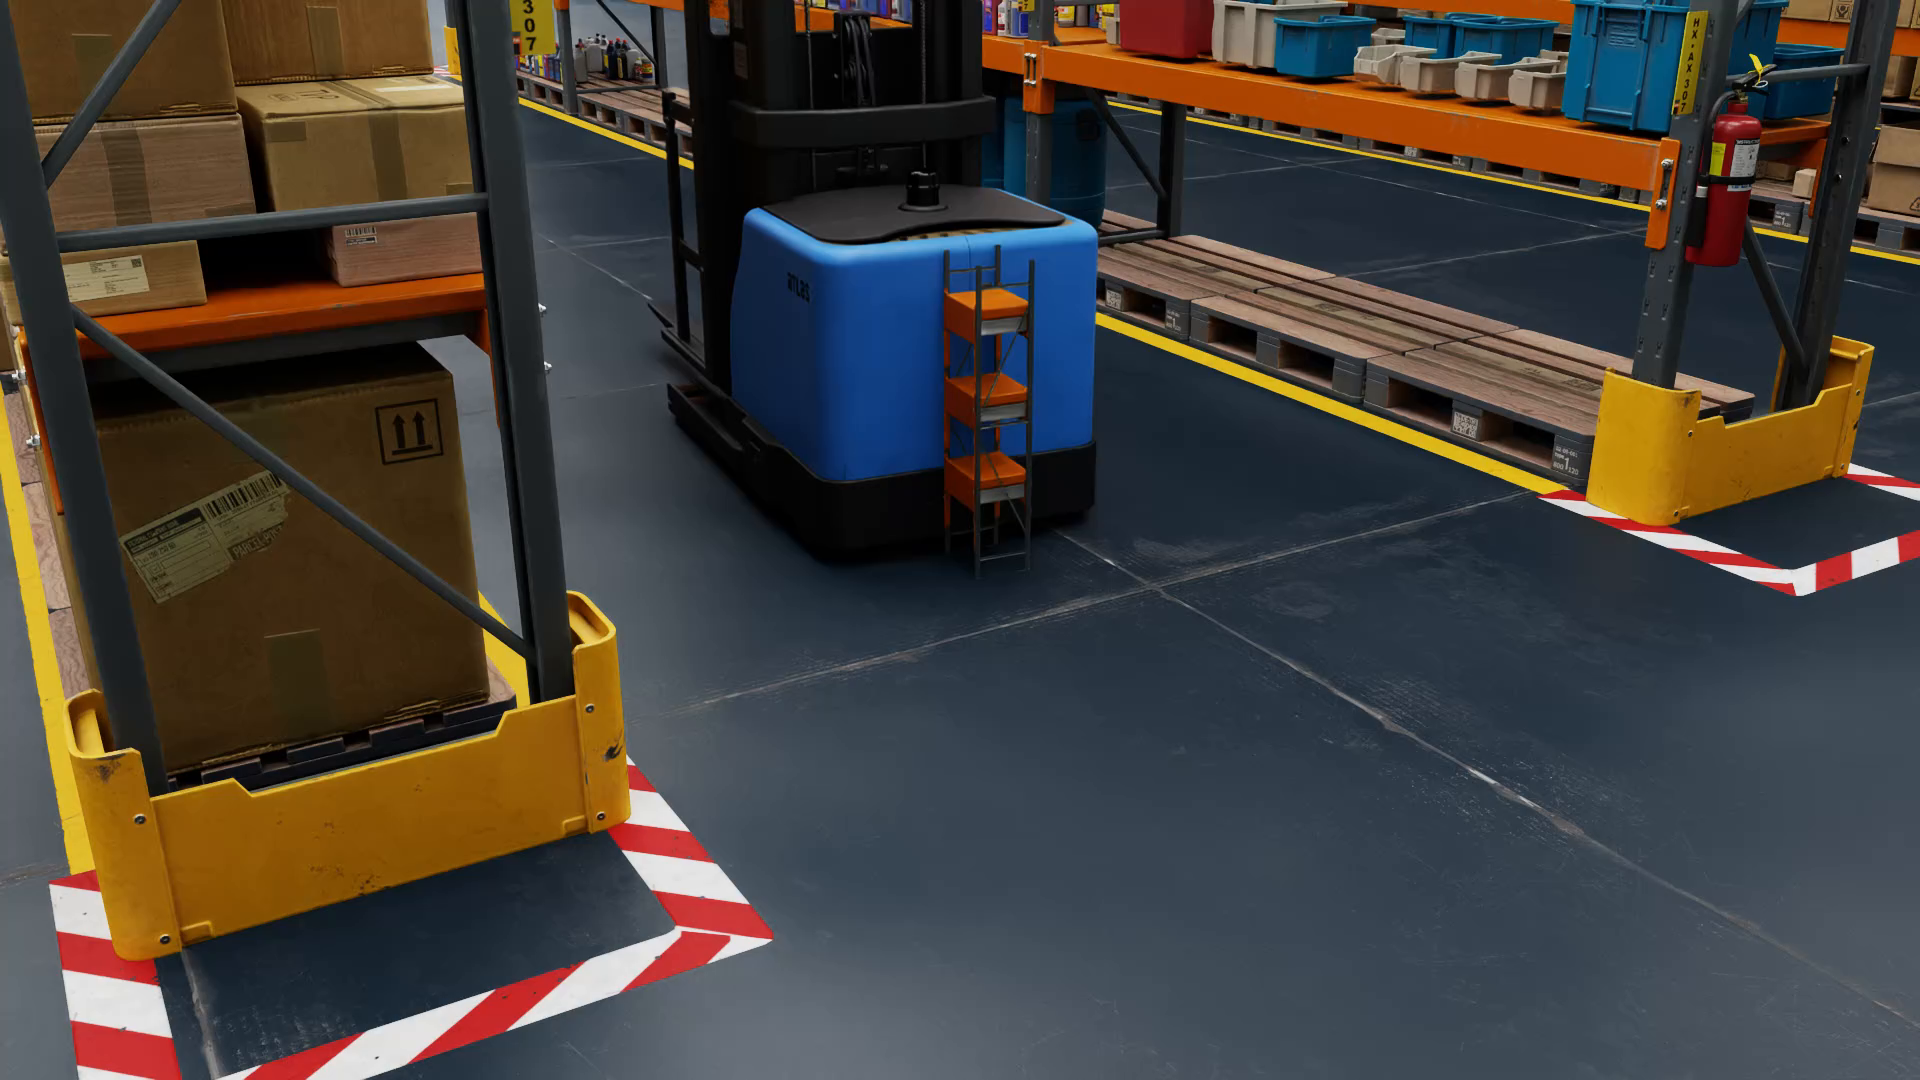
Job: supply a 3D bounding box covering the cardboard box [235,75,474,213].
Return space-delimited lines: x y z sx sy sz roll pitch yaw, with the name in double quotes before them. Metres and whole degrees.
"cardboard box" -1.408 -0.924 3.906 0.500 0.250 0.500 -13 26 -30

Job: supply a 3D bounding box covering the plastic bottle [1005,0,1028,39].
"plastic bottle" 0.340 -2.904 9.137 0.152 0.276 0.135 -13 25 -28

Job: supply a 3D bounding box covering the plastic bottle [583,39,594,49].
"plastic bottle" -3.890 -5.126 17.471 0.152 0.276 0.135 -12 25 -28

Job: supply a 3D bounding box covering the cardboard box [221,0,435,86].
"cardboard box" -1.664 -1.433 4.163 0.500 0.500 0.500 -13 26 -30

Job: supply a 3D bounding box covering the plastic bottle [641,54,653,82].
"plastic bottle" -3.053 -4.613 16.217 0.097 0.271 0.097 0 22 0

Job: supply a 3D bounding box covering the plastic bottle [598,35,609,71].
"plastic bottle" -3.636 -5.002 17.068 0.144 0.351 0.185 -13 25 -29

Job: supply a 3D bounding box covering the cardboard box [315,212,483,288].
"cardboard box" -1.293 -0.711 3.910 0.380 0.149 0.250 -12 25 -28

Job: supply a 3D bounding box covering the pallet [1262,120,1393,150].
"pallet" 3.385 -3.602 14.392 1.003 0.211 1.213 -13 25 -28

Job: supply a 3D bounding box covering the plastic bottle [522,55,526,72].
"plastic bottle" -4.426 -4.930 16.997 0.097 0.271 0.097 0 22 0

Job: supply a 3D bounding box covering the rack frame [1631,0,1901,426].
"rack frame" 2.863 -1.601 5.767 1.000 3.000 0.127 -13 25 -28

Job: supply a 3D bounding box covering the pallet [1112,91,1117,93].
"pallet" 1.403 -4.915 17.622 1.003 0.211 1.213 -13 25 -28

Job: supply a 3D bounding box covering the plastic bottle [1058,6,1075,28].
"plastic bottle" 0.626 -3.116 9.757 0.097 0.201 0.097 0 22 0

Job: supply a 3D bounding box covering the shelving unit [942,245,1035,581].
"shelving unit" 0.091 -0.410 5.426 0.215 1.050 0.252 -10 24 -22

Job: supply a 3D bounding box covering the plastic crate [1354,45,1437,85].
"plastic crate" 1.824 -2.010 7.044 0.298 0.136 0.250 -13 25 -28

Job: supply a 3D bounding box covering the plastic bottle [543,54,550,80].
"plastic bottle" -4.061 -4.691 16.392 0.061 0.283 0.133 -11 24 -25

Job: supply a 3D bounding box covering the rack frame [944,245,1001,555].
"rack frame" 0.040 -0.452 5.529 0.200 1.050 0.008 -10 24 -22

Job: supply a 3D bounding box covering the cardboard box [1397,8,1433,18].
"cardboard box" 5.640 -6.202 19.822 0.700 0.500 0.500 -12 25 -26

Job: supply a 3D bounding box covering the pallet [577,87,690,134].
"pallet" -2.833 -3.947 15.242 1.003 0.211 1.213 -13 25 -28

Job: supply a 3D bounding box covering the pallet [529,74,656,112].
"pallet" -3.574 -4.419 16.404 1.003 0.211 1.213 -13 25 -28

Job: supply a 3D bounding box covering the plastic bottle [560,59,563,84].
"plastic bottle" -3.796 -4.524 15.980 0.061 0.283 0.133 -11 25 -26

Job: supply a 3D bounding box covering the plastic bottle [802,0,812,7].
"plastic bottle" -1.015 -3.733 11.166 0.061 0.283 0.133 -13 25 -28

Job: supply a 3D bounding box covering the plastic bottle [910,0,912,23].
"plastic bottle" -0.256 -3.227 10.031 0.097 0.201 0.097 0 22 0

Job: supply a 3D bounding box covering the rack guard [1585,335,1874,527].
"rack guard" 2.886 -0.438 6.225 1.175 0.500 0.348 -13 25 -28

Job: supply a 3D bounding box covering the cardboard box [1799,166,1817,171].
"cardboard box" 5.858 -2.491 11.158 0.380 0.149 0.250 -13 25 -28

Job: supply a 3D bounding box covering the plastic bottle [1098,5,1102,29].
"plastic bottle" 0.856 -3.082 9.674 0.097 0.201 0.097 0 22 0

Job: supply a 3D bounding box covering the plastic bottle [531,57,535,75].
"plastic bottle" -4.270 -4.799 16.767 0.097 0.201 0.097 0 22 0

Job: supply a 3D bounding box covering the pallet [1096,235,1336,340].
"pallet" 1.228 -1.374 8.911 1.003 0.211 1.213 -13 25 -28

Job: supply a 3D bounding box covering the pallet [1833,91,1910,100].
"pallet" 8.250 -4.141 15.718 1.003 0.211 1.213 -13 25 -28

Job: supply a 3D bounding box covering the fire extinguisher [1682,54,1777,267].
"fire extinguisher" 2.549 -1.256 5.517 0.296 0.674 0.183 -13 25 -28

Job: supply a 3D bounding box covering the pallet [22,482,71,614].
"pallet" -2.490 0.005 5.519 1.003 0.211 1.213 -13 25 -28

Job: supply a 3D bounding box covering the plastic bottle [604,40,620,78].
"plastic bottle" -3.447 -4.776 16.511 0.144 0.351 0.185 -13 25 -28

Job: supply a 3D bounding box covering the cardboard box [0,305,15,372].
"cardboard box" -3.783 -1.357 7.430 1.225 0.875 0.875 -13 25 -28

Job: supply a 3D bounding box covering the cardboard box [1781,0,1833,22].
"cardboard box" 5.370 -3.511 10.334 0.500 0.500 0.500 -12 25 -27

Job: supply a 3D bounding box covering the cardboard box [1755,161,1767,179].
"cardboard box" 5.108 -2.628 11.281 0.500 0.311 0.500 -13 25 -28

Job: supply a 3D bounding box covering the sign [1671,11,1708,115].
"sign" 2.398 -1.566 5.463 0.100 0.325 0.005 -13 25 -28

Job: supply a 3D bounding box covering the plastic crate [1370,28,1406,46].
"plastic crate" 1.967 -2.296 7.747 0.293 0.136 0.466 -13 25 -28

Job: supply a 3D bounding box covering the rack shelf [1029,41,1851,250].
"rack shelf" 1.841 -1.915 7.496 1.077 0.370 4.000 -13 25 -28

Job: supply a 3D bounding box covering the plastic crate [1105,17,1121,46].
"plastic crate" 0.934 -2.624 8.553 0.396 0.136 0.243 -13 25 -28

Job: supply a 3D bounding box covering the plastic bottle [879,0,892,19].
"plastic bottle" -0.449 -3.374 10.283 0.061 0.283 0.133 -13 25 -28

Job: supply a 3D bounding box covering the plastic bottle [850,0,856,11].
"plastic bottle" -0.655 -3.512 10.640 0.097 0.271 0.097 0 22 0

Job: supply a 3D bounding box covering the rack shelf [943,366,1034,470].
"rack shelf" 0.091 -0.400 5.430 0.215 0.259 0.240 -10 24 -22

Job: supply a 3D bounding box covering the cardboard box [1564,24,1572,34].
"cardboard box" 6.881 -5.365 17.764 0.700 0.500 0.500 -12 25 -27

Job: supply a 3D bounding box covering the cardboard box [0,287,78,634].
"cardboard box" -2.256 -0.345 4.941 0.875 0.875 0.875 -13 25 -28

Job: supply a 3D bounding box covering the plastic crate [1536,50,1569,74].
"plastic crate" 2.580 -1.989 6.993 0.250 0.136 0.298 -13 25 -28

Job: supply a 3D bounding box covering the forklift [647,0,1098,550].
"forklift" -0.586 -1.846 6.460 1.130 2.935 3.031 -10 24 -22

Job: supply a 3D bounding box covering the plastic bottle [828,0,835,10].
"plastic bottle" -0.823 -3.619 10.902 0.097 0.271 0.097 0 22 0

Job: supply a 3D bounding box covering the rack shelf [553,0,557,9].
"rack shelf" -4.289 -5.800 17.053 1.077 0.370 4.000 -13 25 -28

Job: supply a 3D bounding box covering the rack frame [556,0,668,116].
"rack frame" -3.267 -5.486 15.324 1.000 3.000 0.127 -13 25 -28

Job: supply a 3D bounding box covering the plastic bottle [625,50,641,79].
"plastic bottle" -3.242 -4.715 16.460 0.152 0.276 0.135 -12 25 -26

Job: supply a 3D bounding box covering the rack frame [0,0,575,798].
"rack frame" -1.395 -0.649 3.424 1.000 3.000 0.127 -13 25 -28

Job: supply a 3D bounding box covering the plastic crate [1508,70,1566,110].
"plastic crate" 2.290 -1.736 6.370 0.396 0.136 0.243 -13 25 -28
